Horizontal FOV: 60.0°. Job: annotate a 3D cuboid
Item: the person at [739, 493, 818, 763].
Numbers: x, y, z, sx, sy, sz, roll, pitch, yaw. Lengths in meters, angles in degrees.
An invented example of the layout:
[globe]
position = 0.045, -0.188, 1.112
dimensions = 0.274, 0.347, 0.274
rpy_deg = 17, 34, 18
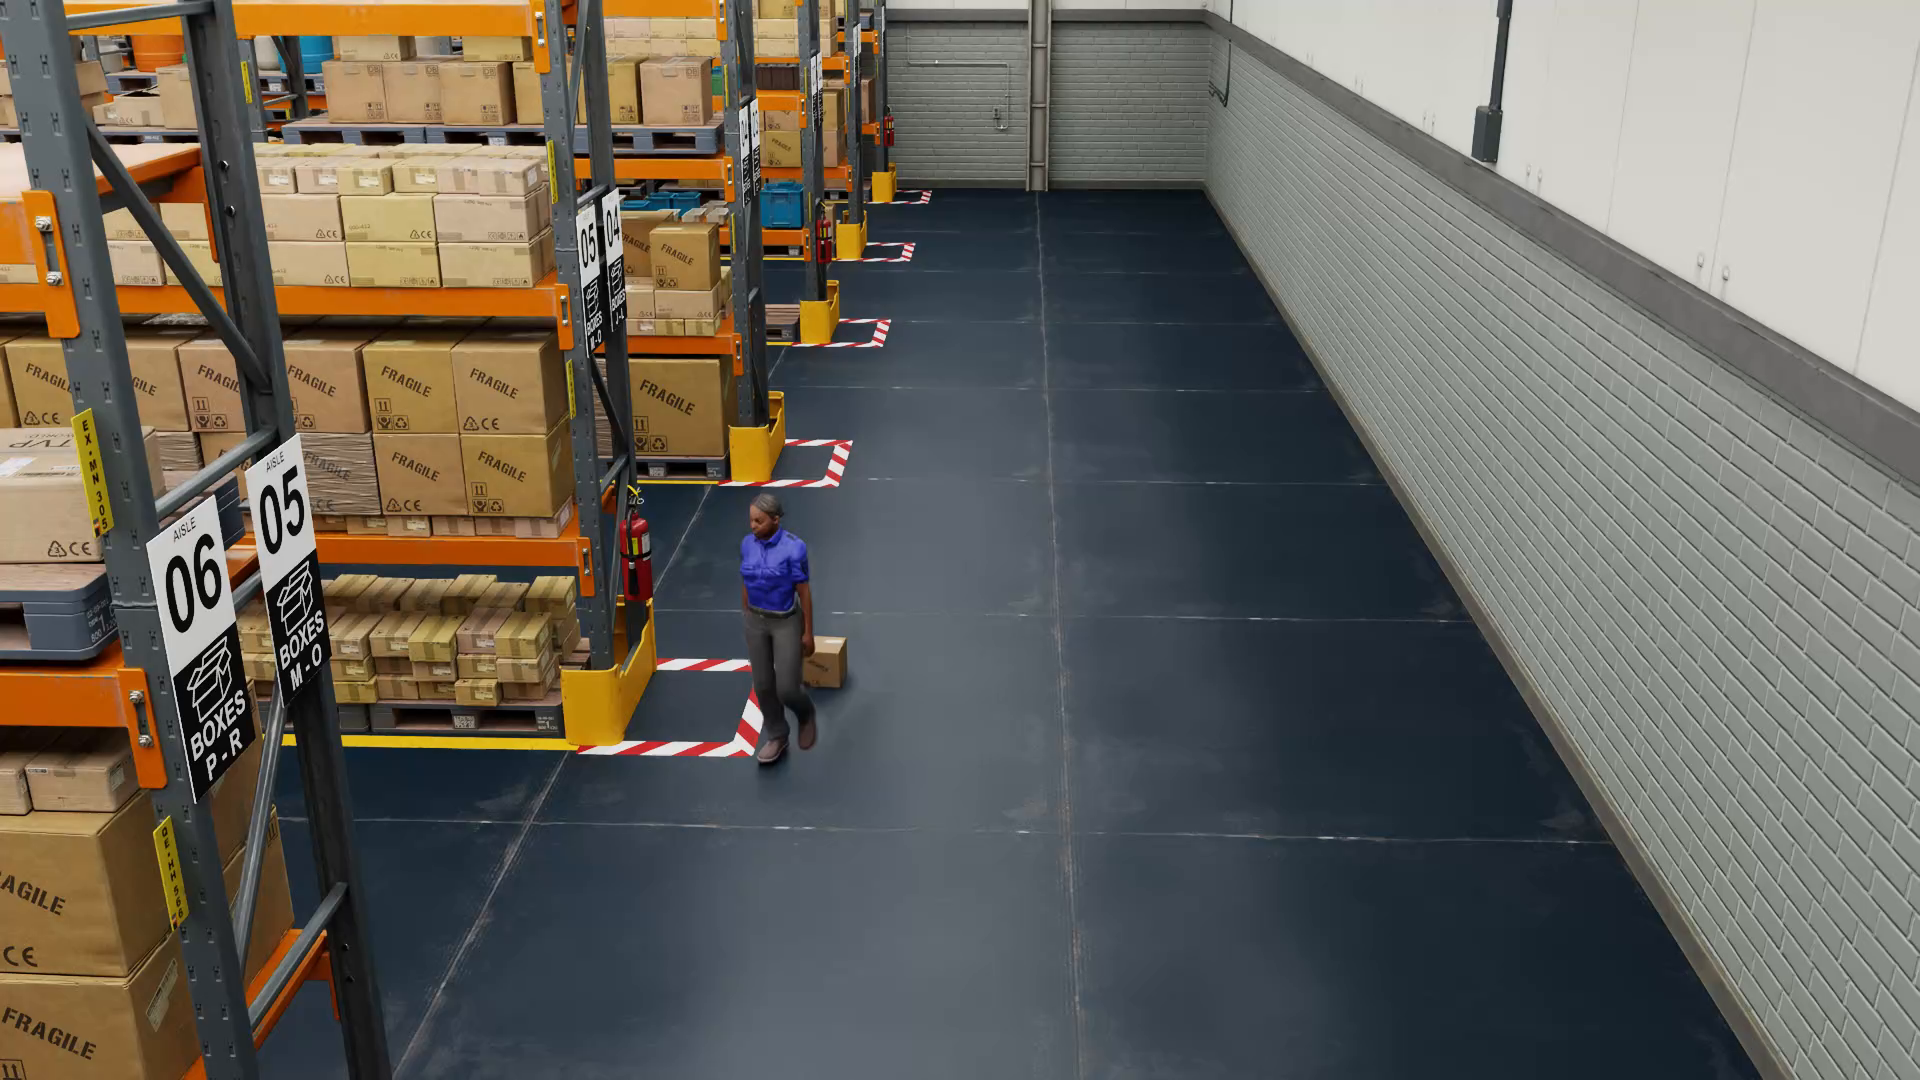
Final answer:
[person]
position = -1.063, 0.504, 9.685
dimensions = 0.478, 1.654, 0.457
rpy_deg = 9, 23, 22
